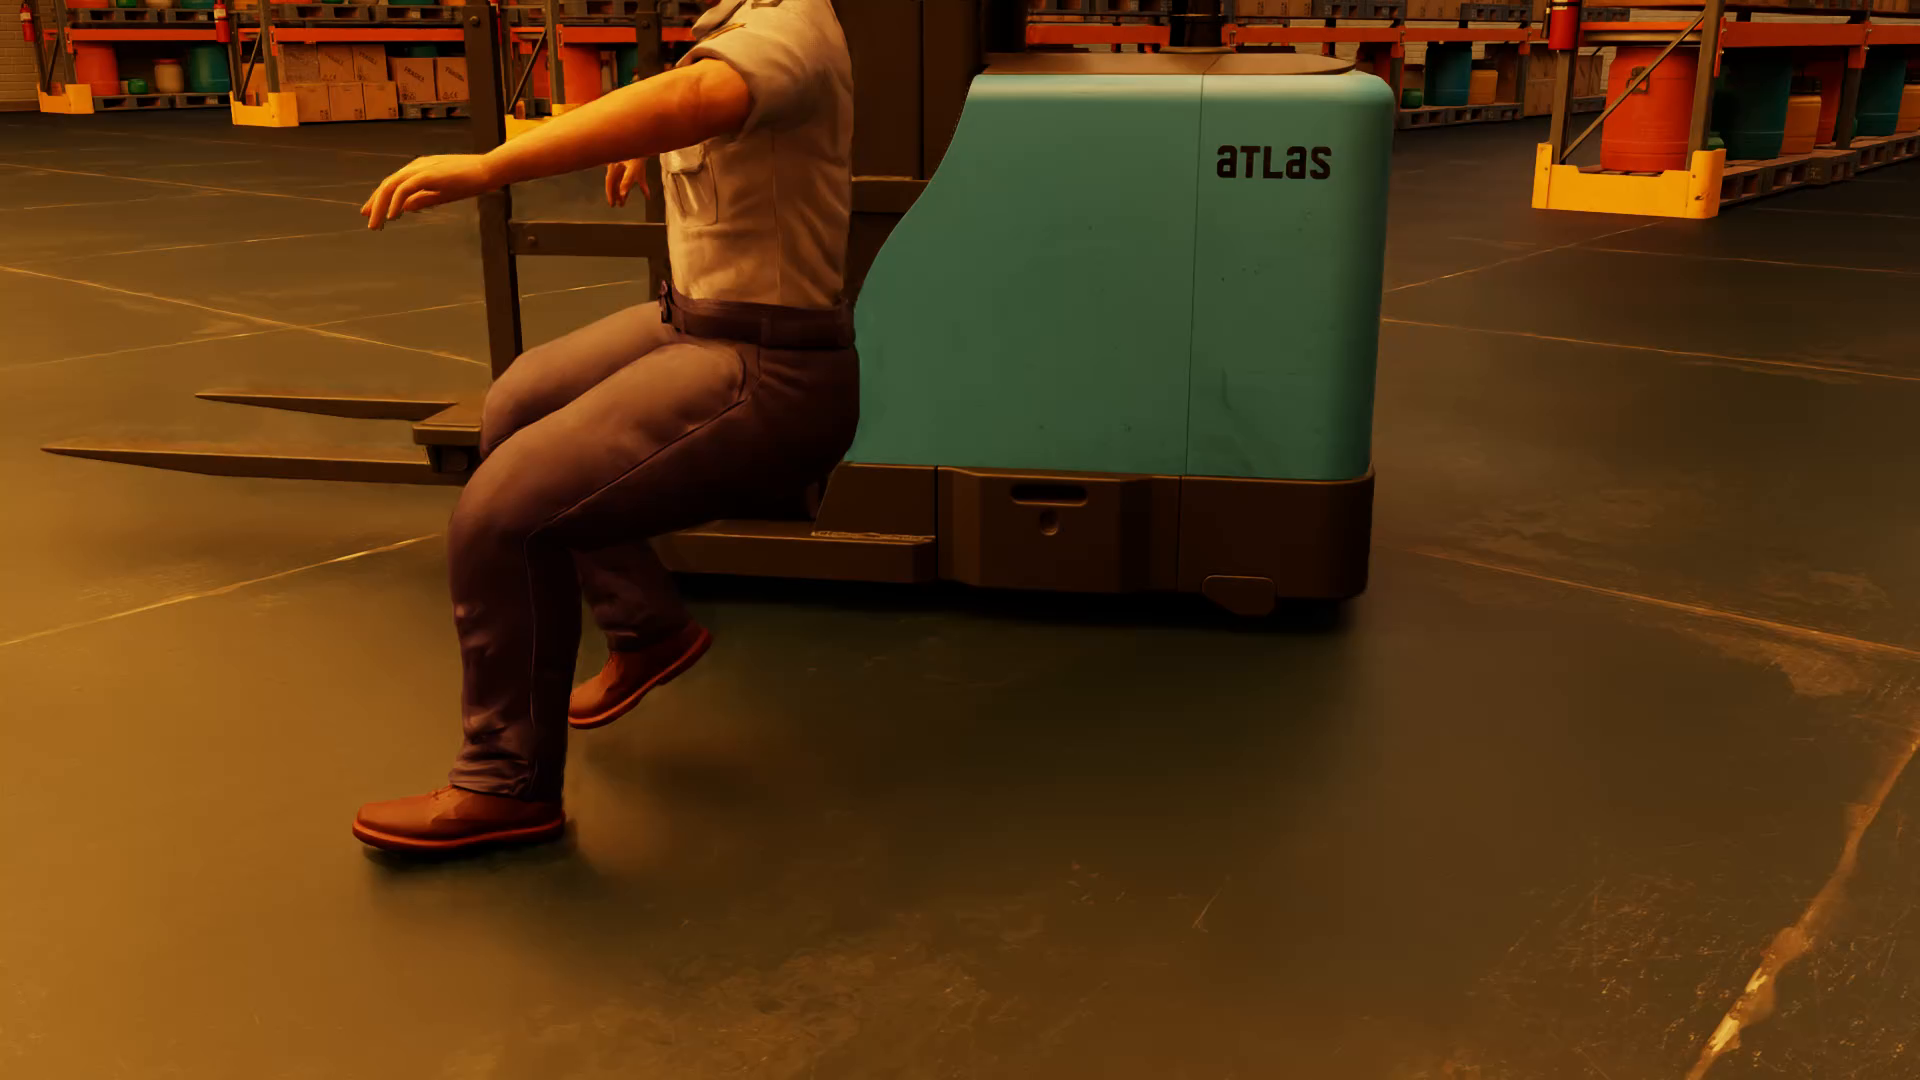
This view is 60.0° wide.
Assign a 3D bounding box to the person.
[{"bbox_3d":[-0.537,-0.304,2.461,0.773,1.432,1.029,-3,17,-10],"label":"person"}]

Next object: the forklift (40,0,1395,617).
[{"bbox_3d":[-0.603,-1.430,3.608,3.031,2.935,1.130,3,17,9],"label":"forklift"}]
